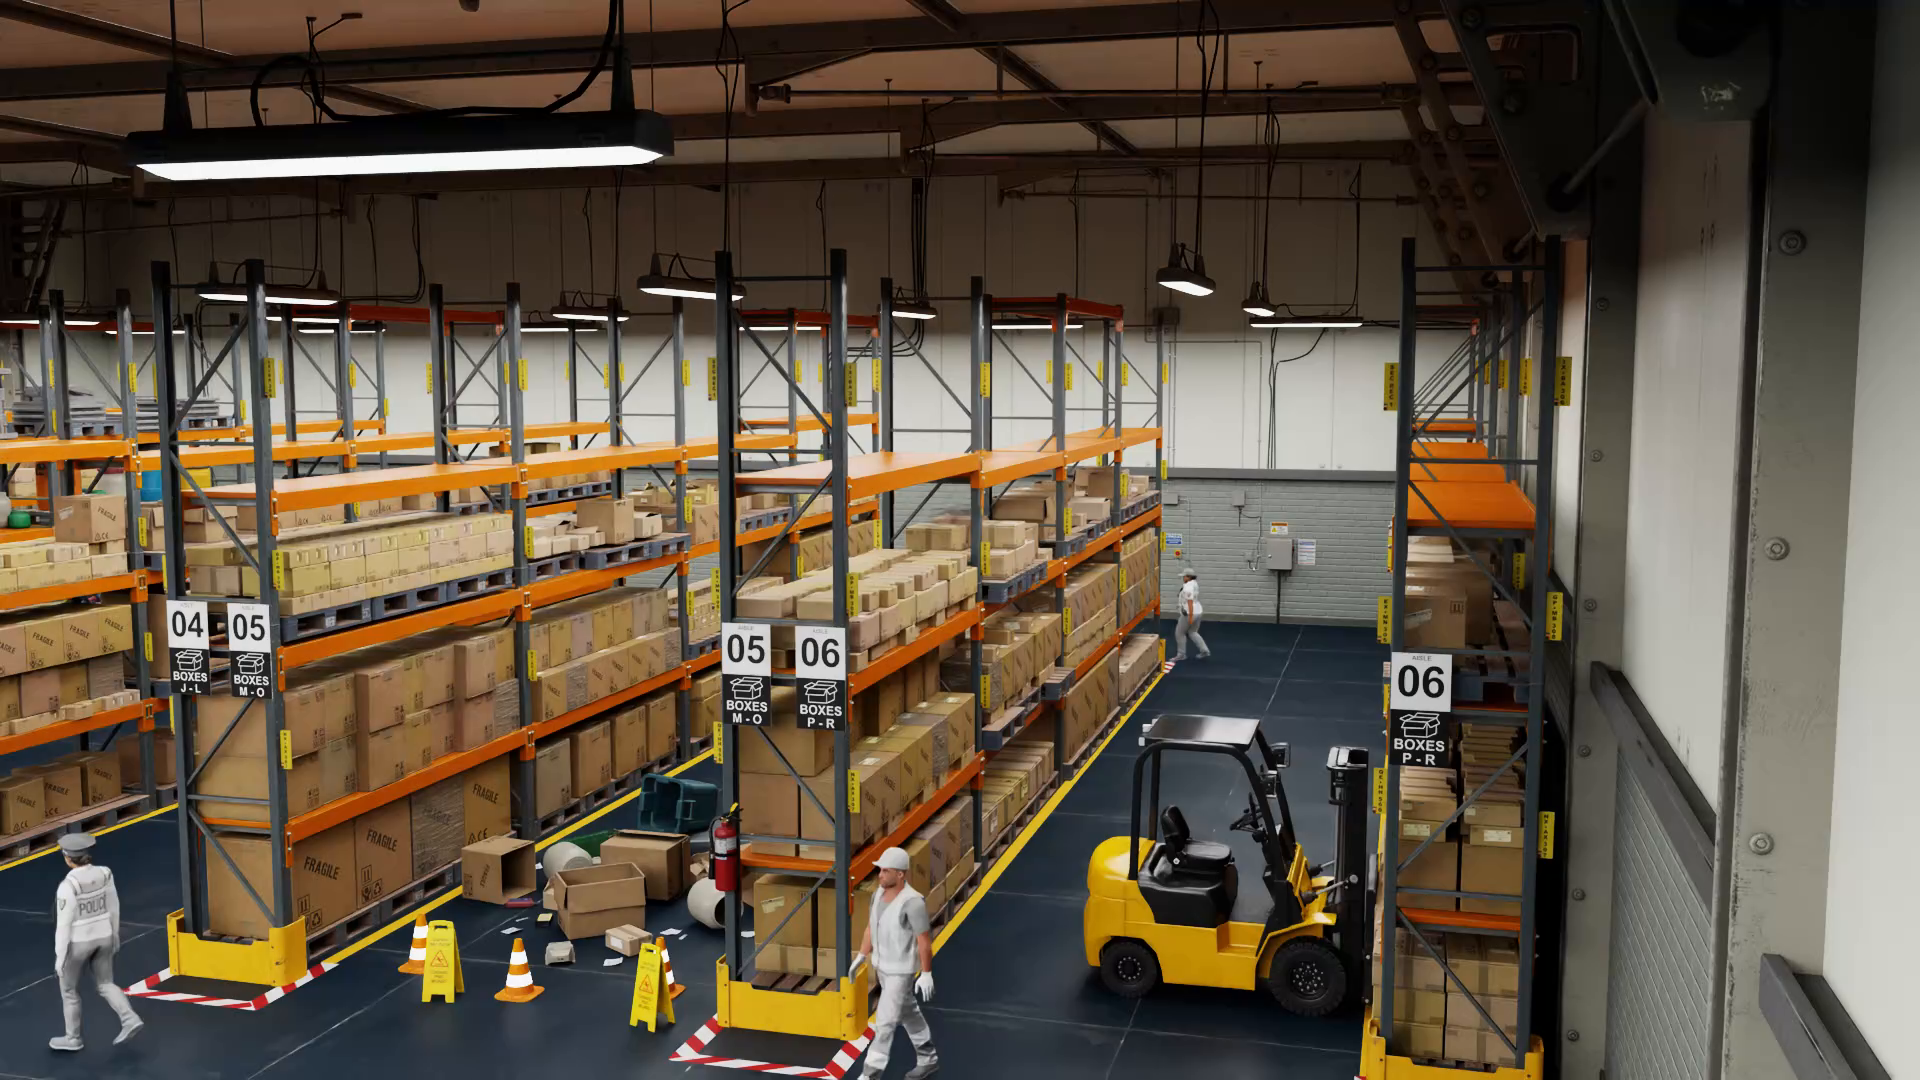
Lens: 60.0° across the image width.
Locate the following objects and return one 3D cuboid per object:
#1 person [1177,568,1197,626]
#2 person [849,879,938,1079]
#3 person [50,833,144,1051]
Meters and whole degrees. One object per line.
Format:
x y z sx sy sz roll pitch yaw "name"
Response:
3.976 0.970 28.925 0.341 0.982 0.546 3 7 24 "person"
-0.479 3.118 11.757 0.828 1.435 0.570 -4 7 -33 "person"
-6.519 3.028 12.477 0.763 1.647 0.538 3 7 26 "person"
